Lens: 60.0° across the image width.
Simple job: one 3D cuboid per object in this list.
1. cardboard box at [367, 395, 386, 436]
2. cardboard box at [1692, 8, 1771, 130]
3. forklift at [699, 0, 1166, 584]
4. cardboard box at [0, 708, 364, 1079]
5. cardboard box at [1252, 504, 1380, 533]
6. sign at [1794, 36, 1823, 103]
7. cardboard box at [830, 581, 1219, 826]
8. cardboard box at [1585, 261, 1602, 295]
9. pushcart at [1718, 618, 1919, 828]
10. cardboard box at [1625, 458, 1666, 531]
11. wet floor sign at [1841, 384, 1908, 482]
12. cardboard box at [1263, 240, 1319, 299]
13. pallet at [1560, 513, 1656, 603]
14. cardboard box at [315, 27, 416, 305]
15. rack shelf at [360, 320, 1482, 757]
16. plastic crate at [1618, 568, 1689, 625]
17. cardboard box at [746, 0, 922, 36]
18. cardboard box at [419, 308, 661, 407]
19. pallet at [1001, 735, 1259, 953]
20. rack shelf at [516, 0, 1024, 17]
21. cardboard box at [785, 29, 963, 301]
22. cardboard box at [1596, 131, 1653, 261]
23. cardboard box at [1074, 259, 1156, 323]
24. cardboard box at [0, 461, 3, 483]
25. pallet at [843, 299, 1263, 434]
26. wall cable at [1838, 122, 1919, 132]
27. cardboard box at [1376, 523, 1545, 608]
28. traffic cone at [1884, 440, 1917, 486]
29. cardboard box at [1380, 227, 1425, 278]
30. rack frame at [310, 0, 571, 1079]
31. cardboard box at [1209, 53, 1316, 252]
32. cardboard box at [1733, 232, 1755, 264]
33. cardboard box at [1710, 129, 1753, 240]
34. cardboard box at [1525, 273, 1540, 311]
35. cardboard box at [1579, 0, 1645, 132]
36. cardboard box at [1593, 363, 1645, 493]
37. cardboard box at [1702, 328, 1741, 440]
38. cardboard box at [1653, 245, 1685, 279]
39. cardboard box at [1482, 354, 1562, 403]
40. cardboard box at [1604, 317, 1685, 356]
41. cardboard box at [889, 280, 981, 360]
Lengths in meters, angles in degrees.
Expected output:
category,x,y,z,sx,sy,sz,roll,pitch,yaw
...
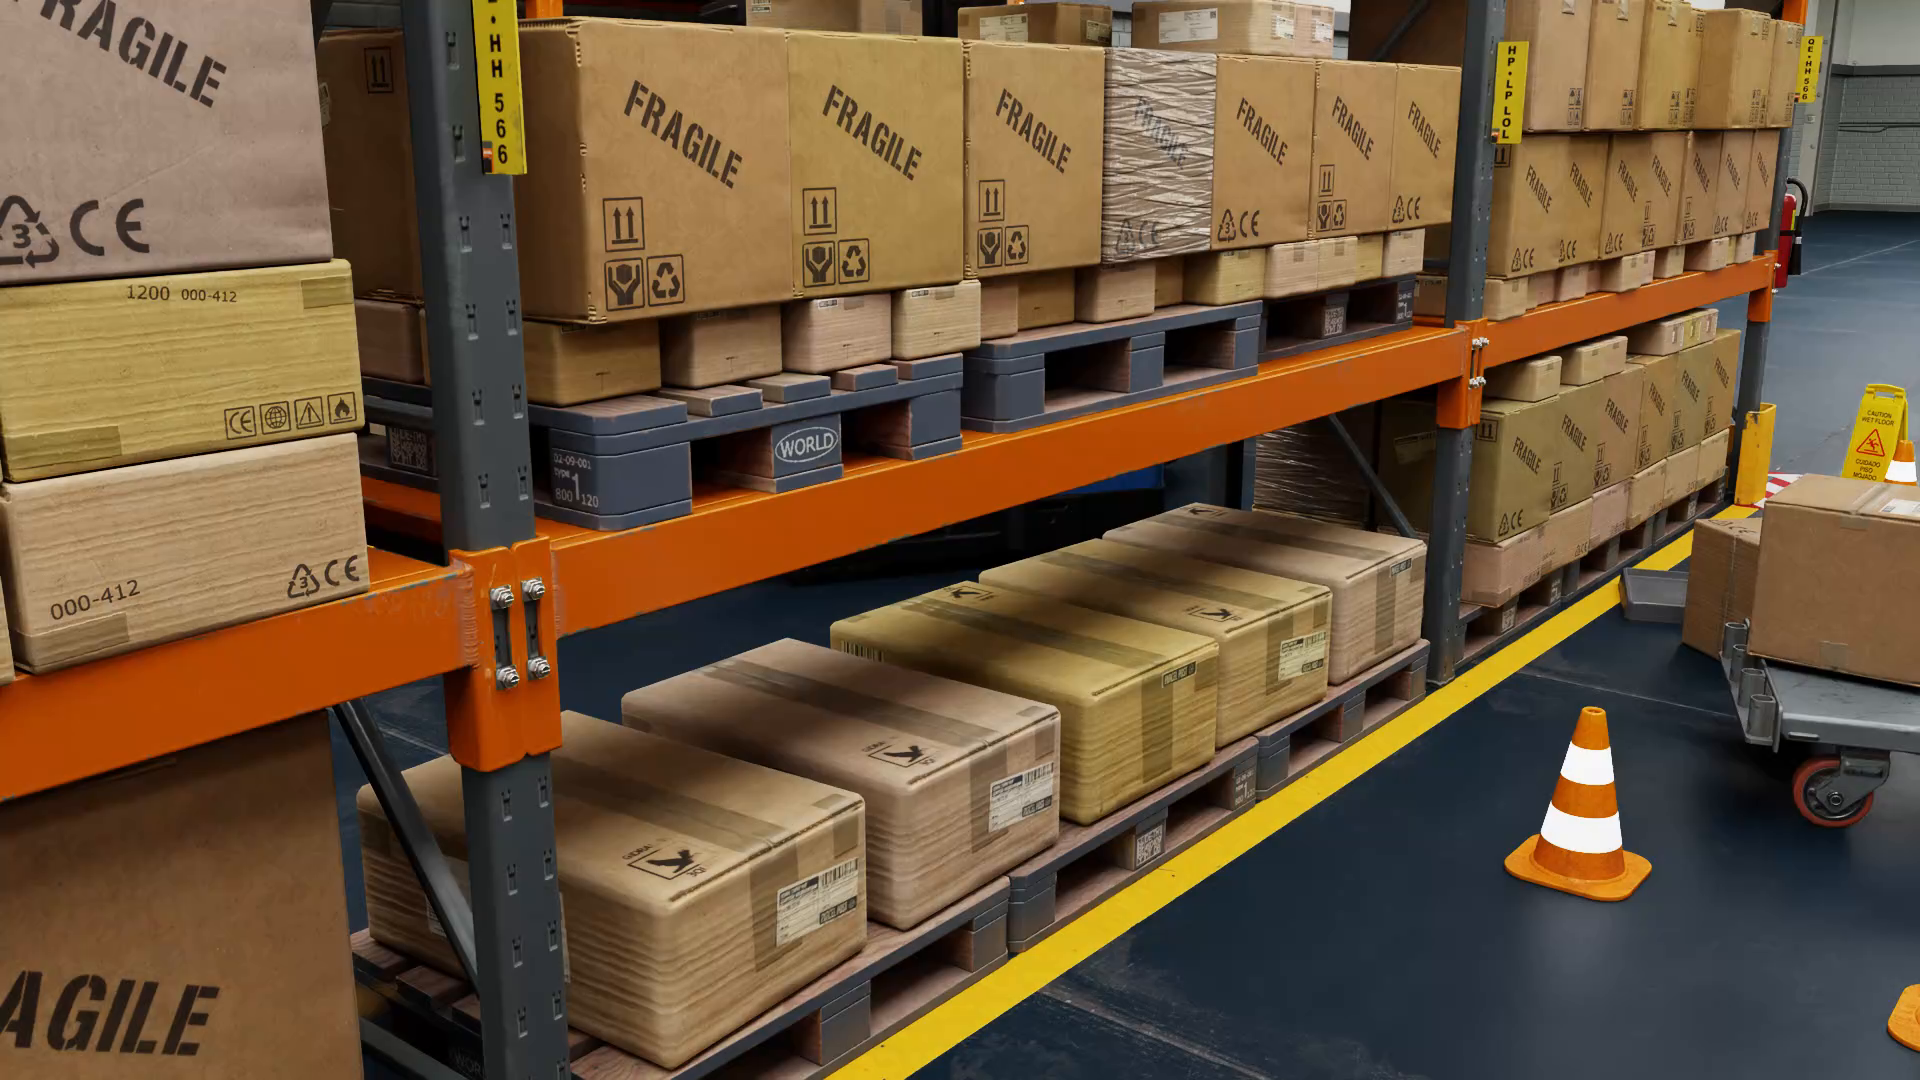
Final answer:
category,x,y,z,sx,sy,sz,roll,pitch,yaw
cardboard box,-3.289,-0.576,8.269,0.875,0.625,0.625,11,18,37
cardboard box,3.186,-2.108,7.490,0.700,0.500,0.500,11,18,37
forklift,-0.594,-1.371,7.565,3.031,2.935,1.130,-5,15,-18
cardboard box,-1.625,0.706,2.713,0.875,0.875,0.875,11,18,37
cardboard box,1.550,-0.031,6.885,0.500,0.250,0.500,12,19,40
sign,4.320,-2.396,8.469,0.100,0.325,0.005,11,18,38
cardboard box,0.175,0.437,4.794,0.950,0.372,0.625,12,19,39
cardboard box,2.422,-1.104,6.887,0.380,0.149,0.250,11,18,37
pushcart,3.192,0.609,4.960,1.648,0.377,0.936,5,15,18
cardboard box,2.946,-0.247,7.734,0.500,0.250,0.500,10,18,36
wet floor sign,4.853,-0.501,8.785,0.232,0.644,0.267,-8,17,-30
cardboard box,0.808,-0.794,4.813,0.380,0.149,0.250,11,18,38
pallet,2.548,-0.023,7.783,1.003,0.211,1.213,11,18,38
cardboard box,-1.057,-0.766,3.384,0.500,0.500,0.500,11,18,36
rack shelf,0.130,-0.274,4.569,1.077,0.370,4.000,11,18,38
plastic crate,3.012,0.236,7.032,0.402,0.080,0.583,5,15,18
cardboard box,-0.318,-1.307,4.198,0.380,0.149,0.250,10,17,35
cardboard box,-0.778,-0.355,3.084,0.380,0.149,0.250,10,17,34
pallet,0.133,0.730,4.820,1.003,0.211,1.213,11,18,38
rack shelf,-1.219,-3.261,10.236,1.077,0.370,4.000,11,18,38
cardboard box,-0.342,-0.787,3.468,0.500,0.500,0.500,12,19,40
cardboard box,2.504,-1.433,6.864,0.500,0.500,0.500,11,18,37
cardboard box,0.276,-0.657,4.273,0.380,0.149,0.250,12,19,39
cardboard box,-1.553,-0.178,2.021,0.500,0.250,0.500,11,18,36
pallet,0.086,-0.532,4.514,1.003,0.211,1.213,11,18,38
wall cable,20.635,-10.052,35.724,3.097,2.526,0.112,11,18,38
cardboard box,1.968,0.053,6.555,0.500,0.250,0.500,10,17,35
traffic cone,4.634,-0.260,8.206,0.336,0.463,0.334,11,18,38
cardboard box,1.279,-0.946,5.412,0.380,0.149,0.250,12,18,38
rack frame,-1.127,-0.239,2.973,1.000,3.000,0.127,11,18,38
cardboard box,0.636,-1.085,4.640,0.500,0.500,0.500,12,19,39
cardboard box,3.760,-1.479,8.364,0.380,0.149,0.250,11,18,37
cardboard box,3.456,-1.722,8.003,0.500,0.500,0.500,11,18,38
cardboard box,1.953,-0.951,6.283,0.380,0.149,0.250,12,19,39
cardboard box,2.171,-1.828,6.388,0.700,0.500,0.500,11,18,38
cardboard box,2.623,-0.514,7.264,0.500,0.500,0.500,12,19,40
cardboard box,3.601,-0.812,8.435,0.500,0.500,0.500,11,18,38
cardboard box,3.083,-1.289,7.616,0.380,0.149,0.250,11,18,37
cardboard box,2.093,-0.640,6.441,0.380,0.149,0.250,12,18,38
cardboard box,3.095,-0.948,7.653,0.380,0.149,0.250,12,19,40
cardboard box,-0.177,-0.498,3.650,0.380,0.149,0.250,11,18,38
